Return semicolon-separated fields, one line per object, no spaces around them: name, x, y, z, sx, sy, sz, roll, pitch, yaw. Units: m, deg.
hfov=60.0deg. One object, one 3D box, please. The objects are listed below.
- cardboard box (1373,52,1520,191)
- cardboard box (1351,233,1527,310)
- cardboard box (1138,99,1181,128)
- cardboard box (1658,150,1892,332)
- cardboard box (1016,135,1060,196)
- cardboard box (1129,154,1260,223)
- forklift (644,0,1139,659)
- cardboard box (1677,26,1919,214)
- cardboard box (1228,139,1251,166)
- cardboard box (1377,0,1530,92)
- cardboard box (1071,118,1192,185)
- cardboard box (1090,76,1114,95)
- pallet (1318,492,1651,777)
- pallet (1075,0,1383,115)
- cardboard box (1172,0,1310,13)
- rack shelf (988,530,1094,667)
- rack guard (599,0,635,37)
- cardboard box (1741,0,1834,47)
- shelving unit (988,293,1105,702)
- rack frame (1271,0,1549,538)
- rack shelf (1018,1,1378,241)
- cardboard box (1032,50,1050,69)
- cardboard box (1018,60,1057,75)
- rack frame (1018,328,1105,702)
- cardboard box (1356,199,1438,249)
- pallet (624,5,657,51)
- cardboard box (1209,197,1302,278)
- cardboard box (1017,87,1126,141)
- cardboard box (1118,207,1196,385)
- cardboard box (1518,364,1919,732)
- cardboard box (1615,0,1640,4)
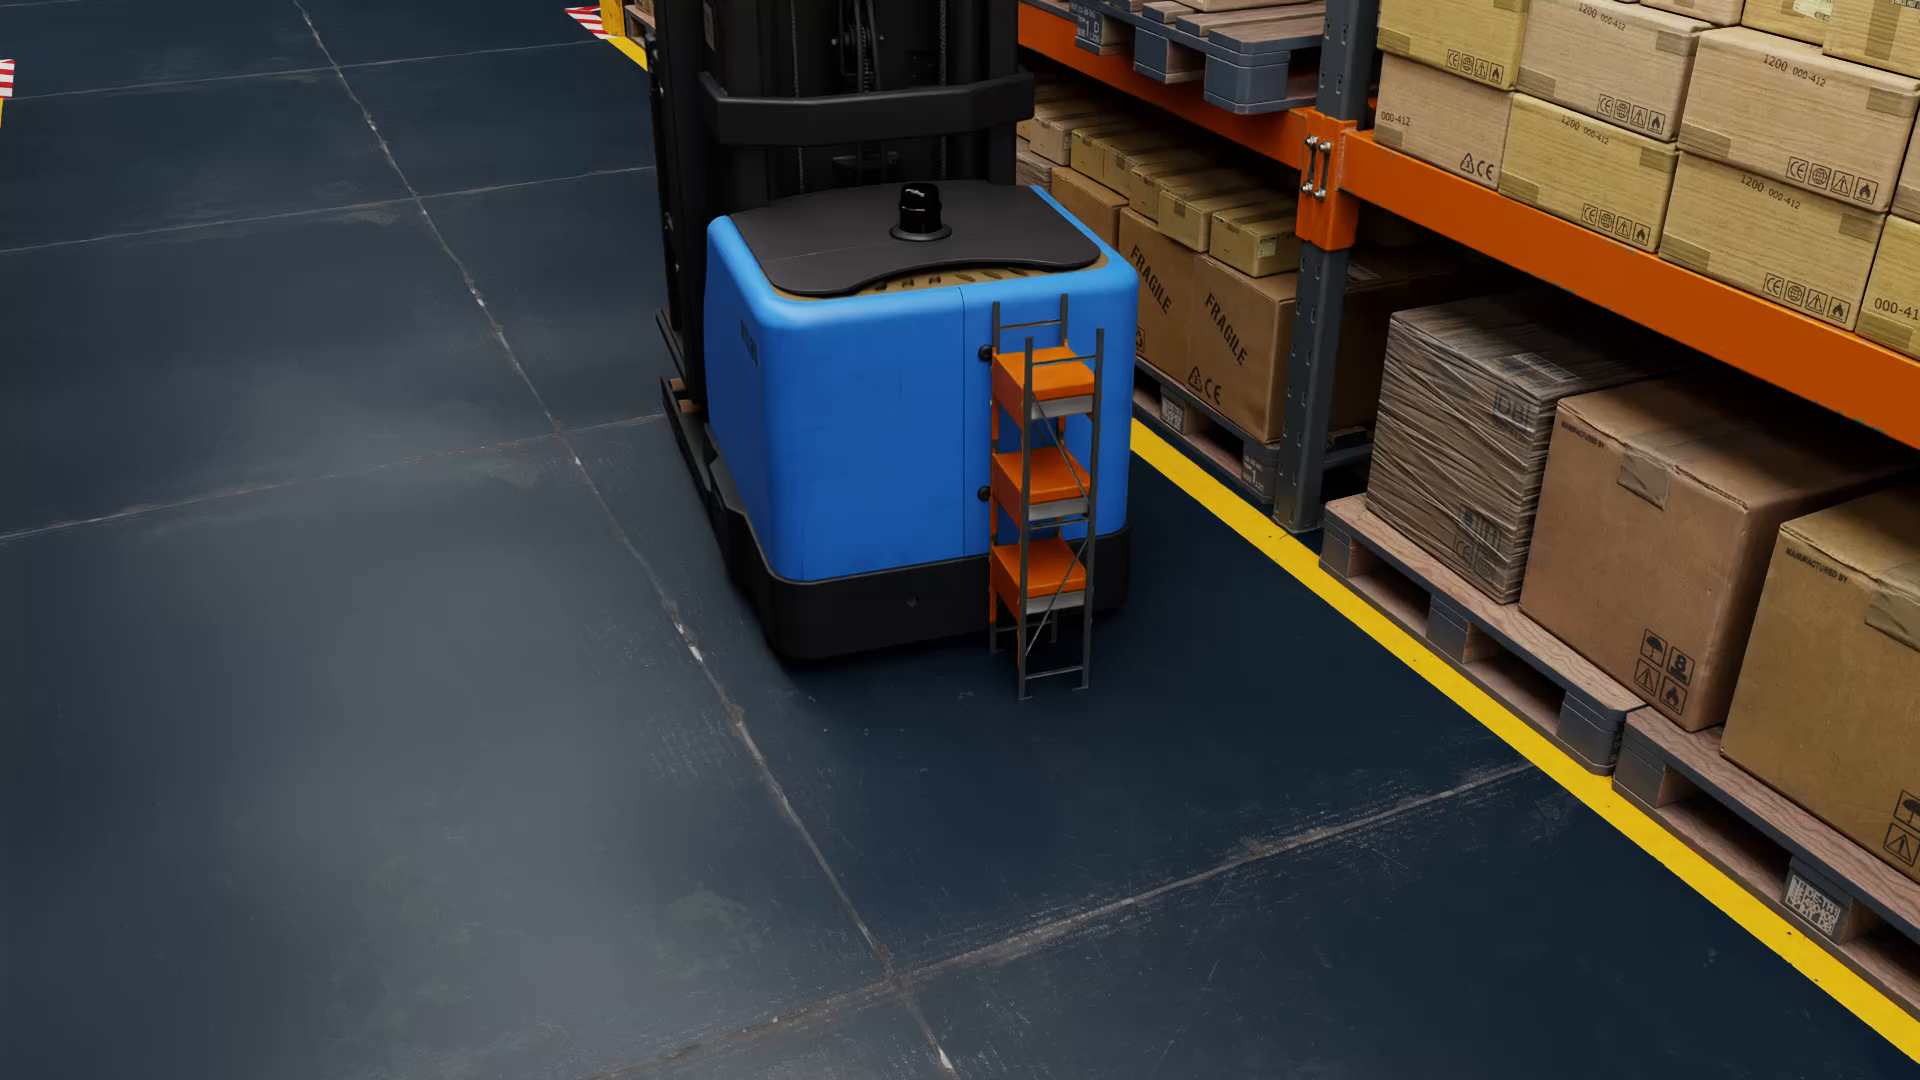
cardboard box;1.451;-1.135;4.361;0.500;0.250;0.500;-13;32;-22
cardboard box;1.554;-0.786;5.711;0.500;0.500;0.500;-12;31;-20
cardboard box;0.936;-1.680;6.642;0.380;0.149;0.250;-13;32;-22
cardboard box;1.890;-0.686;3.560;0.500;0.250;0.500;-14;32;-24
cardboard box;0.433;-1.362;6.739;0.500;0.500;0.500;-14;32;-24
cardboard box;0.822;-1.229;5.837;0.380;0.149;0.250;-14;32;-24
forklift;-0.443;-1.660;5.214;1.130;2.935;3.031;-9;30;-15
cardboard box;1.874;-0.897;3.425;0.500;0.250;0.500;-14;32;-23
cardboard box;1.237;-1.475;6.277;0.380;0.149;0.250;-15;32;-24
cardboard box;1.429;-1.348;4.230;0.500;0.250;0.500;-13;32;-22
cardboard box;0.642;-1.465;6.259;0.380;0.149;0.250;-14;32;-23
cardboard box;0.777;-1.926;7.081;0.380;0.149;0.250;-13;32;-21
pallet;1.800;0.140;4.785;1.003;0.211;1.213;-13;32;-22
pallet;1.127;-1.649;5.320;1.213;0.211;1.003;-13;32;-22
cardboard box;0.853;-1.731;5.098;0.380;0.149;0.250;-12;32;-21
rack shelf;0.216;0.155;4.489;0.215;0.259;0.240;-9;30;-15
rack guard;-1.920;-3.858;11.619;1.175;0.500;0.348;-13;32;-22
cardboard box;1.860;-1.129;3.431;0.380;0.149;0.250;-13;32;-21
shelving unit;0.216;-0.096;4.348;0.215;1.050;0.252;-9;30;-15
rack frame;1.481;-1.448;4.766;1.000;3.000;0.127;-13;32;-22
rack shelf;0.623;-2.018;6.517;1.077;0.370;4.000;-13;32;-22
cardboard box;0.546;-2.161;7.500;0.380;0.149;0.250;-15;32;-24
cardboard box;0.191;-1.923;7.076;0.380;0.149;0.250;-13;32;-22
rack frame;0.252;-0.039;4.247;0.200;1.050;0.008;-9;30;-15
cardboard box;1.539;-1.120;5.643;0.380;0.149;0.250;-11;31;-19
pallet;-1.577;-3.380;11.062;1.003;0.211;1.213;-13;32;-22
cardboard box;1.041;-0.989;5.410;0.380;0.149;0.250;-15;32;-24
cardboard box;0.437;-1.700;6.678;0.380;0.149;0.250;-13;32;-22
cardboard box;0.900;-0.906;5.925;0.500;0.500;0.500;-14;32;-23
cardboard box;2.024;-0.030;4.236;0.875;0.625;0.625;-12;31;-20
cardboard box;1.601;-1.346;3.819;0.380;0.149;0.250;-12;32;-21
